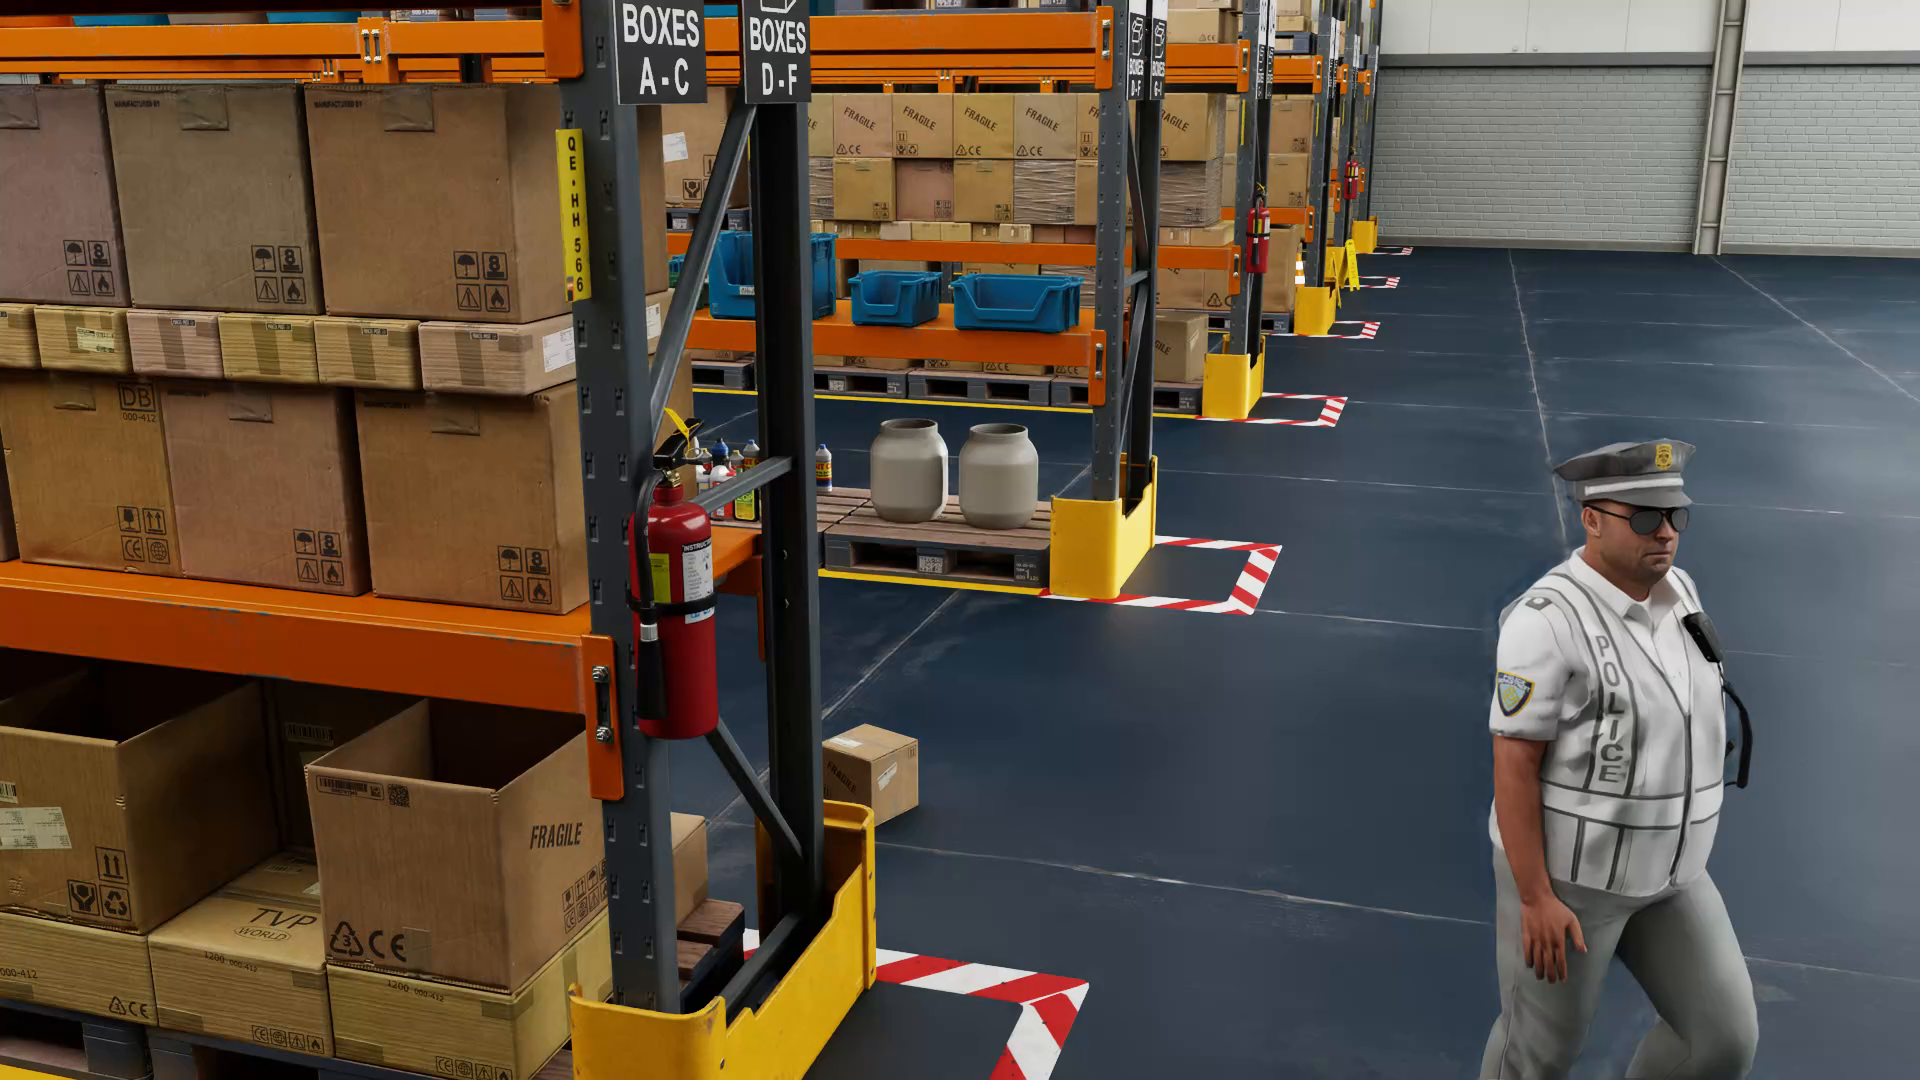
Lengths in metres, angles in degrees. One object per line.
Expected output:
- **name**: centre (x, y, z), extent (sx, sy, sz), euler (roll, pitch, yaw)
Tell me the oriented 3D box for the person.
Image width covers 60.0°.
- **person**: centre (1.332, 0.690, 3.407), extent (0.585, 1.840, 0.506), euler (-7, 16, -25)
